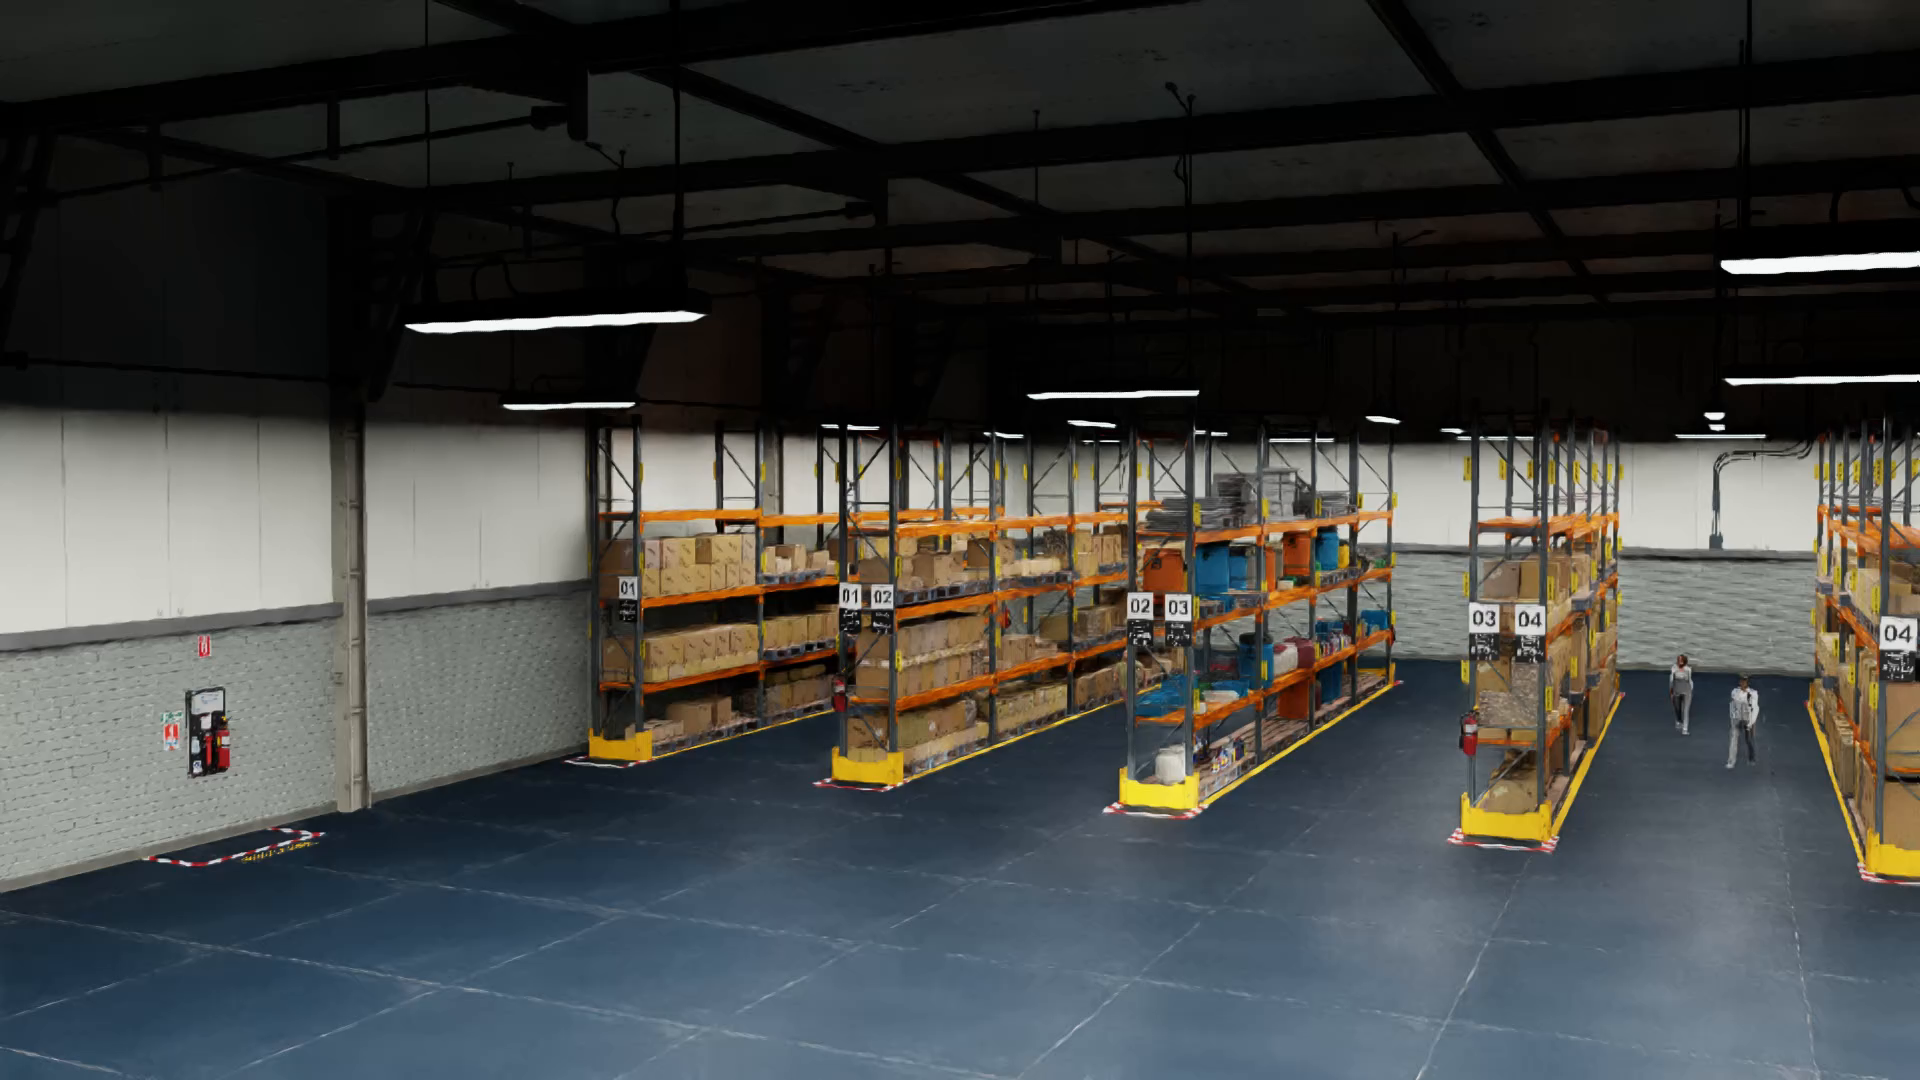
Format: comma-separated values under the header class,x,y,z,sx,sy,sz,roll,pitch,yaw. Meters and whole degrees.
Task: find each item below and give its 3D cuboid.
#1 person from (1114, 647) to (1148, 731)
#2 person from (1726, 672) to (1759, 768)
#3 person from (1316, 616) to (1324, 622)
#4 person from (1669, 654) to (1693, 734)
class,x,y,z,sx,sy,sz,roll,pitch,yaw
person,3.297,2.867,32.367,0.603,1.600,0.799,1,3,30
person,13.222,3.019,28.043,0.482,1.621,0.997,2,3,33
person,8.326,2.582,38.417,0.539,1.663,1.033,2,3,34
person,13.788,2.920,31.819,0.414,1.517,1.036,1,3,28
